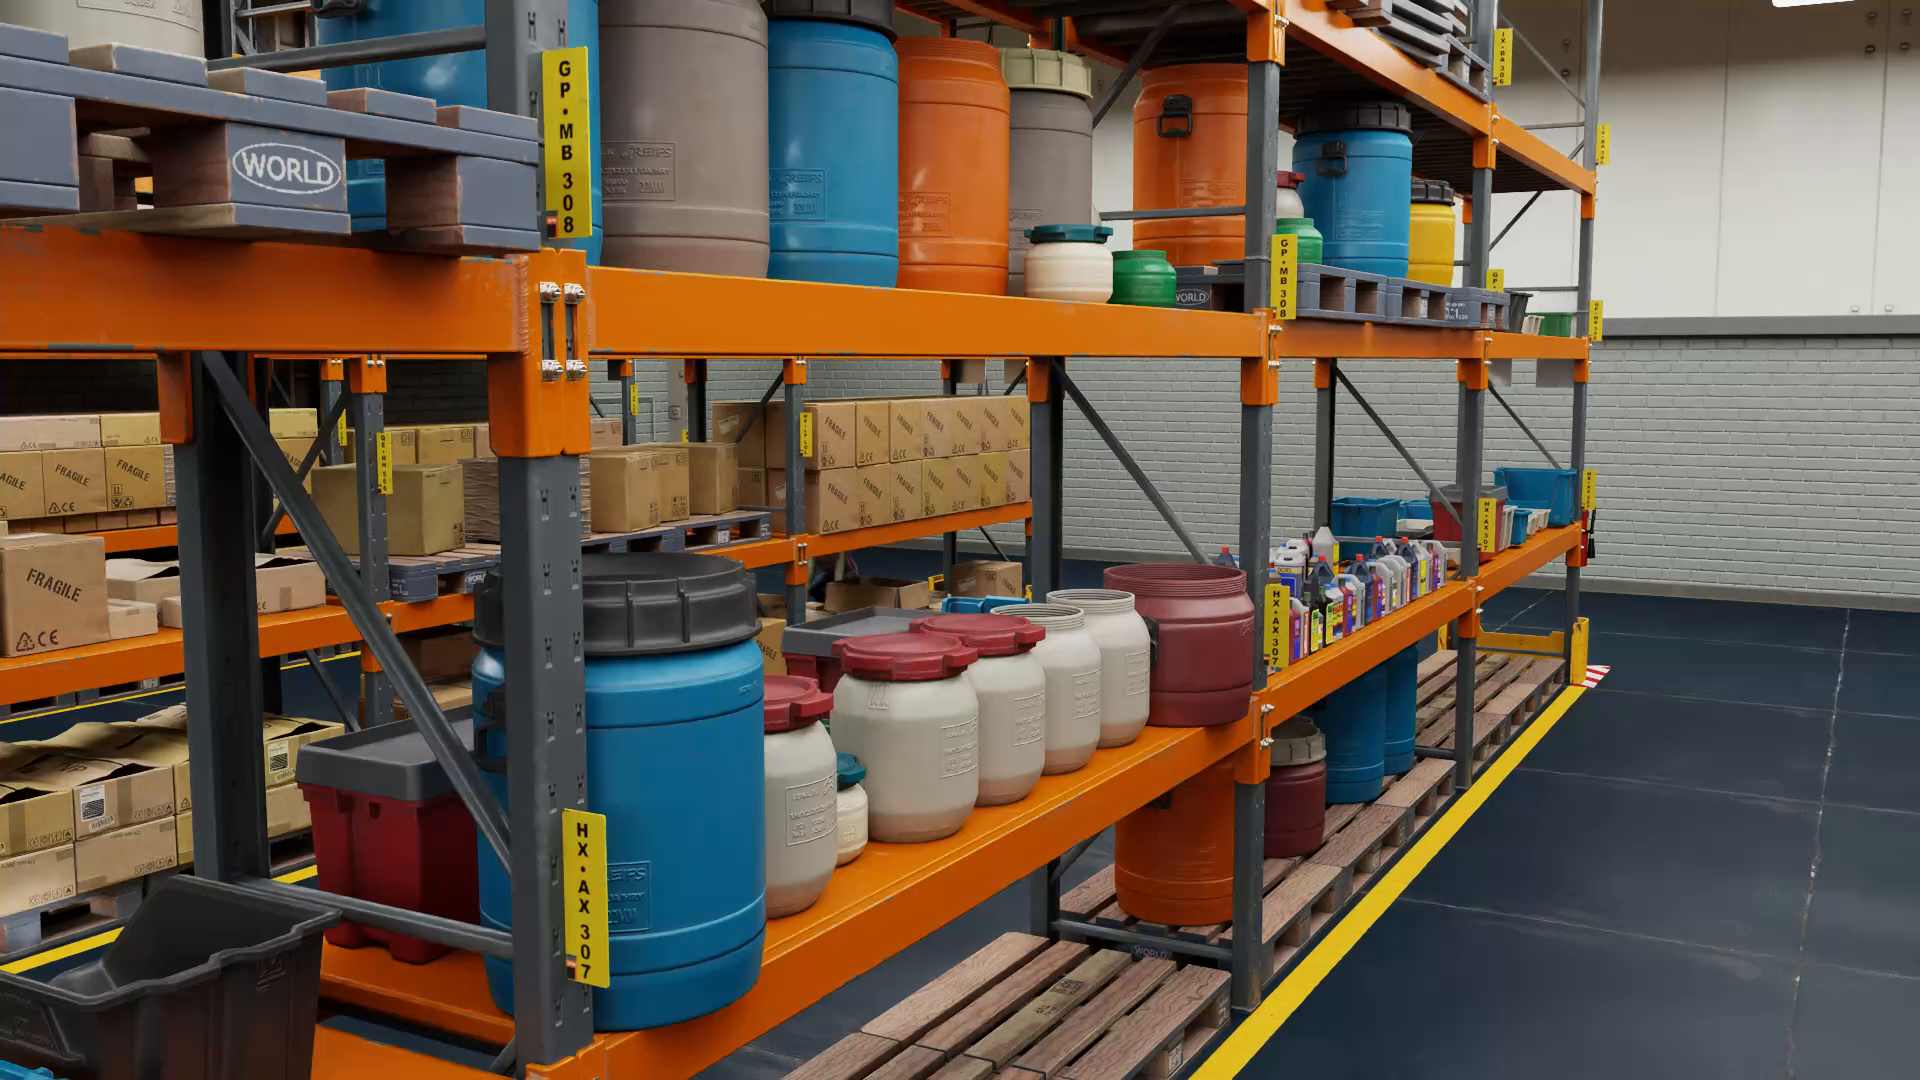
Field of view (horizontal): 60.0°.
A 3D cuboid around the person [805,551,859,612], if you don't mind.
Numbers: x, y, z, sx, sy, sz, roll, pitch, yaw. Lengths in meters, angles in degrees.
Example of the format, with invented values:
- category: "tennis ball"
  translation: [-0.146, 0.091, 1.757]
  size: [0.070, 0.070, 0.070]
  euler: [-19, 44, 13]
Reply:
- category: "person"
  translation: [-1.277, 0.400, 16.625]
  size: [0.447, 0.898, 0.792]
  euler: [3, 7, 25]
